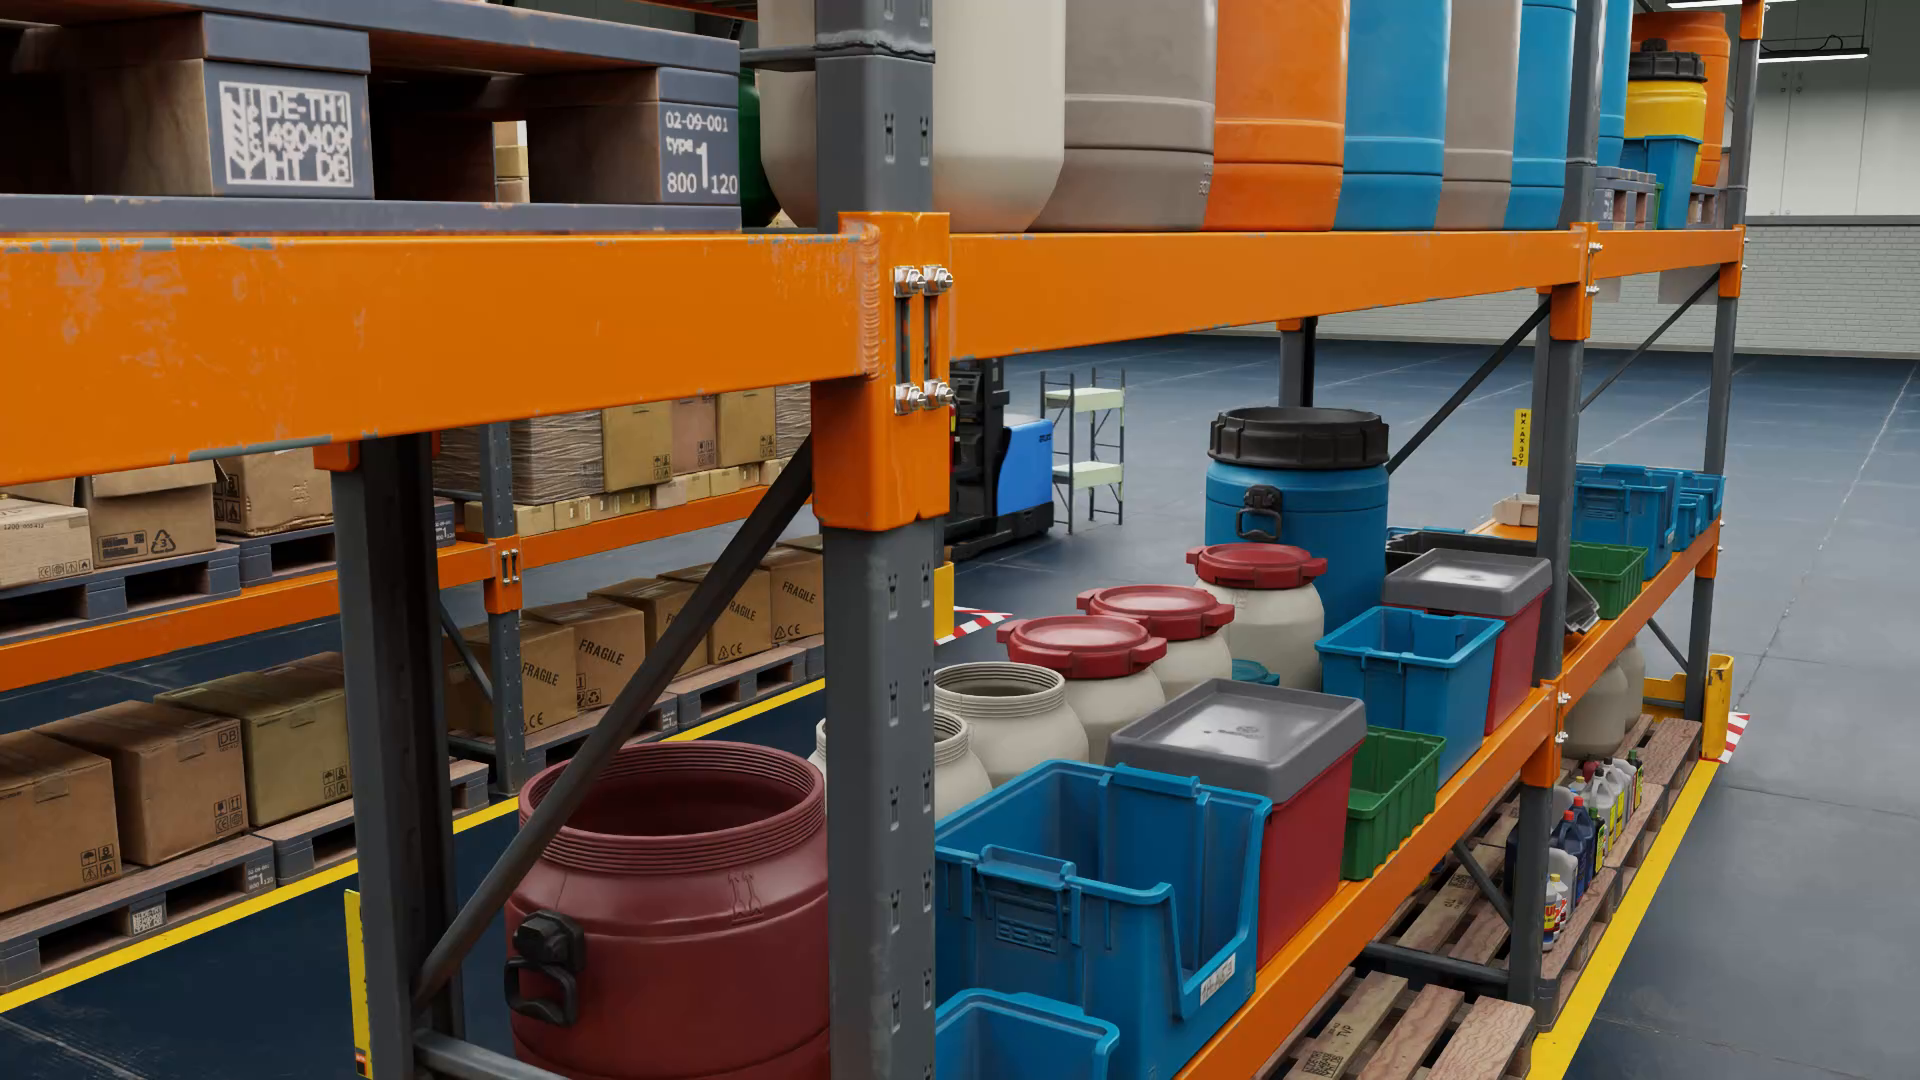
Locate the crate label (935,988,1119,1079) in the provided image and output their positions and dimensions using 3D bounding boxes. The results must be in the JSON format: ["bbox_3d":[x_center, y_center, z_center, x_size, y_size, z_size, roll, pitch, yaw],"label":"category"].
[{"bbox_3d":[0.050,0.919,2.642,0.303,0.233,0.416,6,12,31],"label":"crate label"}]

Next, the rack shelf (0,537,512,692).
[{"bbox_3d":[-3.684,0.433,6.738,1.077,0.370,4.000,6,12,31],"label":"rack shelf"}]

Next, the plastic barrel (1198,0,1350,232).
[{"bbox_3d":[0.462,-1.029,3.277,0.600,0.830,0.708,6,12,31],"label":"plastic barrel"}]

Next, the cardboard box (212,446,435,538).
[{"bbox_3d":[-3.178,-0.624,7.662,1.000,1.000,1.000,6,12,31],"label":"cardboard box"}]

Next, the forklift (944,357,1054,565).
[{"bbox_3d":[-0.340,-1.325,14.365,1.130,2.935,3.031,7,13,32],"label":"forklift"}]

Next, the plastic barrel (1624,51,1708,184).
[{"bbox_3d":[3.181,-1.972,7.830,0.600,0.588,0.600,0,11,0],"label":"plastic barrel"}]

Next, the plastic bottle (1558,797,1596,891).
[{"bbox_3d":[2.459,1.207,6.653,0.144,0.351,0.185,6,12,28],"label":"plastic bottle"}]

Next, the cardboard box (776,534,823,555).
[{"bbox_3d":[-0.908,0.255,11.388,0.500,0.500,0.500,9,14,41],"label":"cardboard box"}]

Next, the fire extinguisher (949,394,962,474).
[{"bbox_3d":[-0.116,-0.800,11.580,0.296,0.674,0.183,6,12,31],"label":"fire extinguisher"}]

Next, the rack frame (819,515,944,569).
[{"bbox_3d":[-0.569,-0.864,11.712,1.000,3.000,0.127,6,12,31],"label":"rack frame"}]

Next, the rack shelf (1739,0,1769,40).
[{"bbox_3d":[2.626,-2.475,7.055,1.077,0.370,4.000,6,12,31],"label":"rack shelf"}]

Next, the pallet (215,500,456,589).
[{"bbox_3d":[-3.167,-0.034,7.802,1.003,0.211,1.213,6,12,31],"label":"pallet"}]

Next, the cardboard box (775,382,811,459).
[{"bbox_3d":[-1.332,-0.811,10.348,0.875,0.500,0.500,6,12,31],"label":"cardboard box"}]

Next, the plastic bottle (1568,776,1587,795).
[{"bbox_3d":[2.743,1.149,7.369,0.097,0.201,0.097,0,11,0],"label":"plastic bottle"}]

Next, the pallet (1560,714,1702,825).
[{"bbox_3d":[3.238,1.124,8.674,1.003,0.211,1.213,6,12,31],"label":"pallet"}]

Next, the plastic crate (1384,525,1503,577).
[{"bbox_3d":[1.930,0.112,6.906,0.499,0.251,0.616,6,12,31],"label":"plastic crate"}]

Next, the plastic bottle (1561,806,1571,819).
[{"bbox_3d":[2.503,1.220,6.802,0.097,0.271,0.097,0,11,0],"label":"plastic bottle"}]

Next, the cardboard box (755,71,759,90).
[{"bbox_3d":[-1.158,-2.511,9.922,0.500,0.500,0.500,6,12,31],"label":"cardboard box"}]

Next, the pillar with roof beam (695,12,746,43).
[{"bbox_3d":[-1.390,-7.629,31.547,9.100,9.000,0.548,6,12,31],"label":"pillar with roof beam"}]

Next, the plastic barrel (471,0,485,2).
[{"bbox_3d":[-0.787,-0.935,1.634,0.600,0.830,0.708,6,12,31],"label":"plastic barrel"}]

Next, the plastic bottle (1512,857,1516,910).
[{"bbox_3d":[2.180,1.286,6.417,0.061,0.283,0.133,6,12,31],"label":"plastic bottle"}]

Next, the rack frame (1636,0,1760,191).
[{"bbox_3d":[3.664,-3.339,8.633,1.000,3.000,0.127,6,12,31],"label":"rack frame"}]

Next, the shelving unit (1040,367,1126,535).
[{"bbox_3d":[1.160,-0.860,15.766,0.431,1.500,0.755,10,15,44],"label":"shelving unit"}]

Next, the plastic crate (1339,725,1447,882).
[{"bbox_3d":[0.924,0.644,4.237,0.450,0.188,0.662,6,12,31],"label":"plastic crate"}]

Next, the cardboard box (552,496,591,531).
[{"bbox_3d":[-2.136,-0.154,8.605,0.380,0.149,0.250,6,12,31],"label":"cardboard box"}]

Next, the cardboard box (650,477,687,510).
[{"bbox_3d":[-1.744,-0.272,9.234,0.380,0.149,0.250,6,12,31],"label":"cardboard box"}]

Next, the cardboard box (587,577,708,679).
[{"bbox_3d":[-1.858,0.533,9.906,0.500,0.500,0.500,5,12,26],"label":"cardboard box"}]

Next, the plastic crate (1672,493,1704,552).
[{"bbox_3d":[3.318,-0.109,8.083,0.499,0.251,0.408,6,12,31],"label":"plastic crate"}]

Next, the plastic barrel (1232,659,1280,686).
[{"bbox_3d":[0.769,0.500,4.803,0.301,0.262,0.301,0,11,0],"label":"plastic barrel"}]

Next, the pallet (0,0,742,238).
[{"bbox_3d":[-0.970,-0.403,1.613,1.003,0.211,1.213,6,12,31],"label":"pallet"}]

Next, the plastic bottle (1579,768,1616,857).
[{"bbox_3d":[2.680,1.140,7.010,0.144,0.351,0.185,6,12,30],"label":"plastic bottle"}]

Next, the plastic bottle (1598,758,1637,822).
[{"bbox_3d":[2.931,1.100,7.430,0.152,0.276,0.135,6,12,31],"label":"plastic bottle"}]

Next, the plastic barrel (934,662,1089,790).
[{"bbox_3d":[0.081,0.564,3.781,0.421,0.512,0.421,0,11,0],"label":"plastic barrel"}]

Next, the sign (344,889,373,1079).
[{"bbox_3d":[-0.963,0.736,2.724,0.100,0.325,0.005,6,12,31],"label":"sign"}]

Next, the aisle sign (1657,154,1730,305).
[{"bbox_3d":[3.955,-1.651,8.854,0.394,0.787,0.004,6,12,31],"label":"aisle sign"}]

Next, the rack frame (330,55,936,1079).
[{"bbox_3d":[-0.489,0.868,2.464,1.000,3.000,0.127,6,12,31],"label":"rack frame"}]

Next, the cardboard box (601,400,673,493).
[{"bbox_3d":[-2.070,-0.570,9.064,0.875,0.500,0.500,6,12,31],"label":"cardboard box"}]

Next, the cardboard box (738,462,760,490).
[{"bbox_3d":[-1.419,-0.397,9.902,0.380,0.149,0.250,6,12,31],"label":"cardboard box"}]

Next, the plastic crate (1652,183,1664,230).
[{"bbox_3d":[2.639,-1.354,6.754,0.336,0.188,0.450,6,12,31],"label":"plastic crate"}]

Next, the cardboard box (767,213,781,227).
[{"bbox_3d":[-1.389,-1.926,9.643,0.500,0.250,0.500,6,12,30],"label":"cardboard box"}]

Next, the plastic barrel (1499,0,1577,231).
[{"bbox_3d":[1.509,-1.382,4.964,0.600,0.901,0.708,6,12,31],"label":"plastic barrel"}]

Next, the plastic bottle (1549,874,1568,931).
[{"bbox_3d":[2.233,1.358,6.256,0.097,0.201,0.097,0,11,0],"label":"plastic bottle"}]

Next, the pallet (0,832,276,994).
[{"bbox_3d":[-3.681,1.451,6.925,1.003,0.211,1.213,6,12,31],"label":"pallet"}]

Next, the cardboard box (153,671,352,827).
[{"bbox_3d":[-3.247,0.945,7.646,0.700,0.500,0.500,6,12,30],"label":"cardboard box"}]

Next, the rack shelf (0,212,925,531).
[{"bbox_3d":[-1.528,0.061,0.574,1.077,0.370,4.000,6,12,31],"label":"rack shelf"}]

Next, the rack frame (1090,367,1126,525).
[{"bbox_3d":[1.419,-0.907,16.020,0.400,1.500,0.023,10,15,44],"label":"rack frame"}]

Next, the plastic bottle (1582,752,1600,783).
[{"bbox_3d":[2.840,1.086,7.484,0.061,0.283,0.133,6,12,31],"label":"plastic bottle"}]

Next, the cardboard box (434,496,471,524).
[{"bbox_3d":[-2.786,-0.173,8.706,0.380,0.149,0.250,6,12,31],"label":"cardboard box"}]

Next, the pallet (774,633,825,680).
[{"bbox_3d":[-1.061,0.643,11.240,1.003,0.211,1.213,6,12,31],"label":"pallet"}]

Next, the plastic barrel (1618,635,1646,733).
[{"bbox_3d":[3.388,0.737,8.783,0.421,0.512,0.421,0,11,0],"label":"plastic barrel"}]
